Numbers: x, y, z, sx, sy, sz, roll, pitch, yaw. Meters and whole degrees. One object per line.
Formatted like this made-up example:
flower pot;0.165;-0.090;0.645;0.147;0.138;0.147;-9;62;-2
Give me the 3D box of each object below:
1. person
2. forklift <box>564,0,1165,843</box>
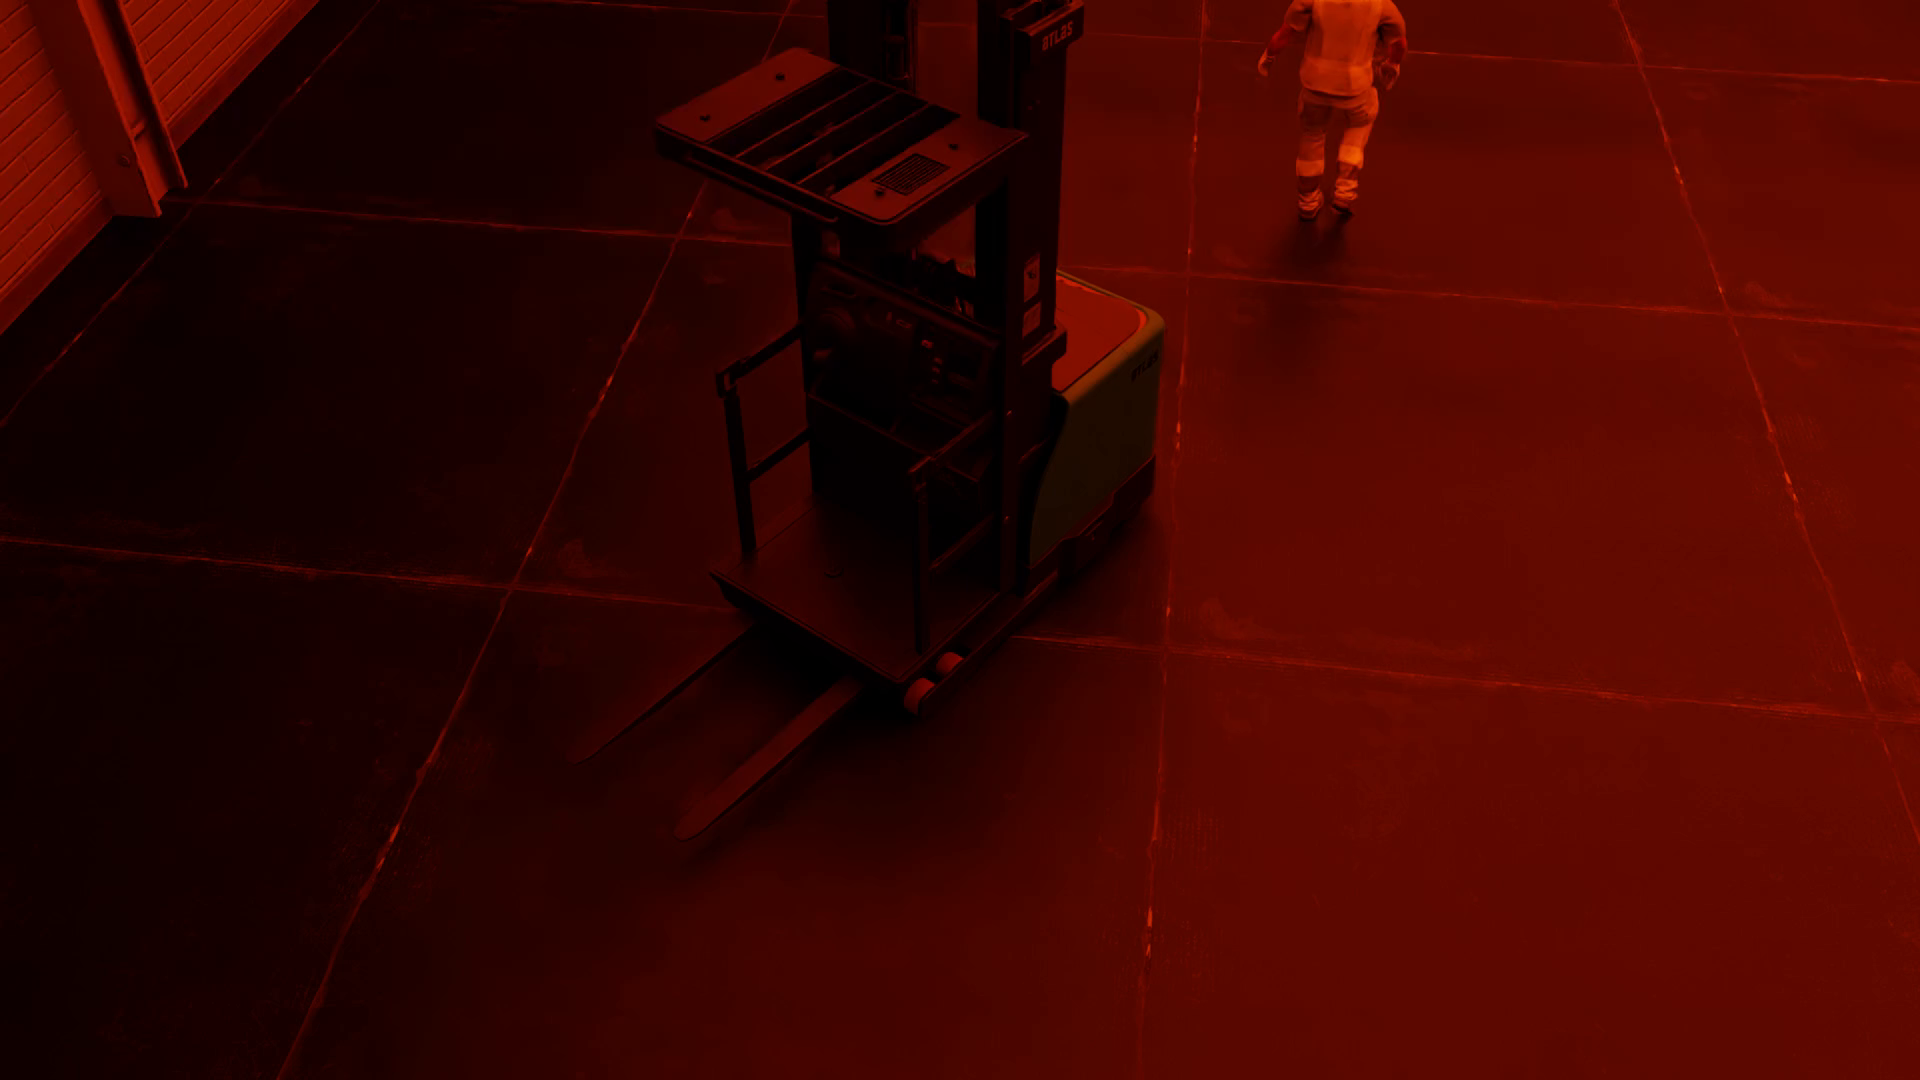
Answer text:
person;2.095;-2.636;9.470;0.806;1.759;0.480;14;45;15
forklift;-0.378;-0.710;6.497;1.130;2.935;3.031;28;50;27
